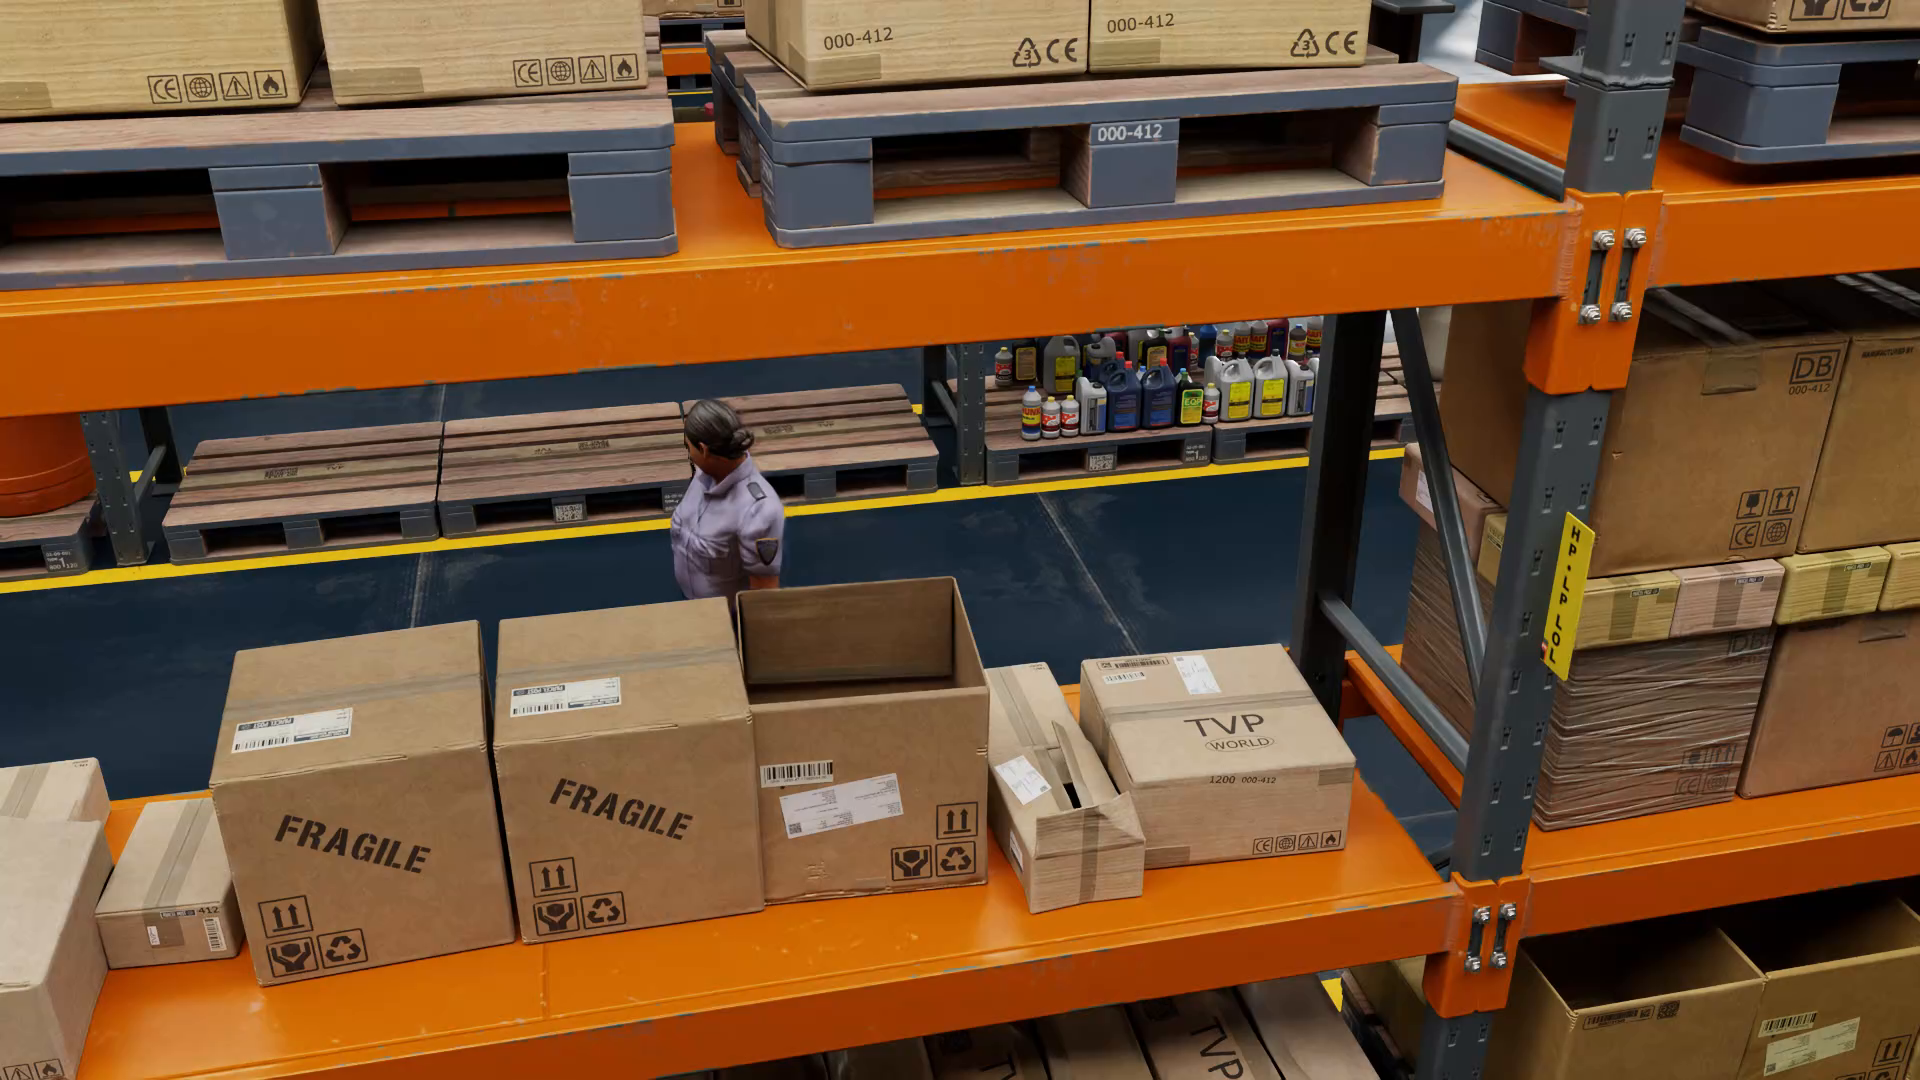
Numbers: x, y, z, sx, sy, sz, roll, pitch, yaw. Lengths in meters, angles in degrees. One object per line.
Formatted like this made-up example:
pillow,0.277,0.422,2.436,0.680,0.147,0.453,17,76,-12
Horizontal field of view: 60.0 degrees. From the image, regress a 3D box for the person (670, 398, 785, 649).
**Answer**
person,-0.734,0.303,5.496,0.436,1.649,0.542,-21,34,-35
